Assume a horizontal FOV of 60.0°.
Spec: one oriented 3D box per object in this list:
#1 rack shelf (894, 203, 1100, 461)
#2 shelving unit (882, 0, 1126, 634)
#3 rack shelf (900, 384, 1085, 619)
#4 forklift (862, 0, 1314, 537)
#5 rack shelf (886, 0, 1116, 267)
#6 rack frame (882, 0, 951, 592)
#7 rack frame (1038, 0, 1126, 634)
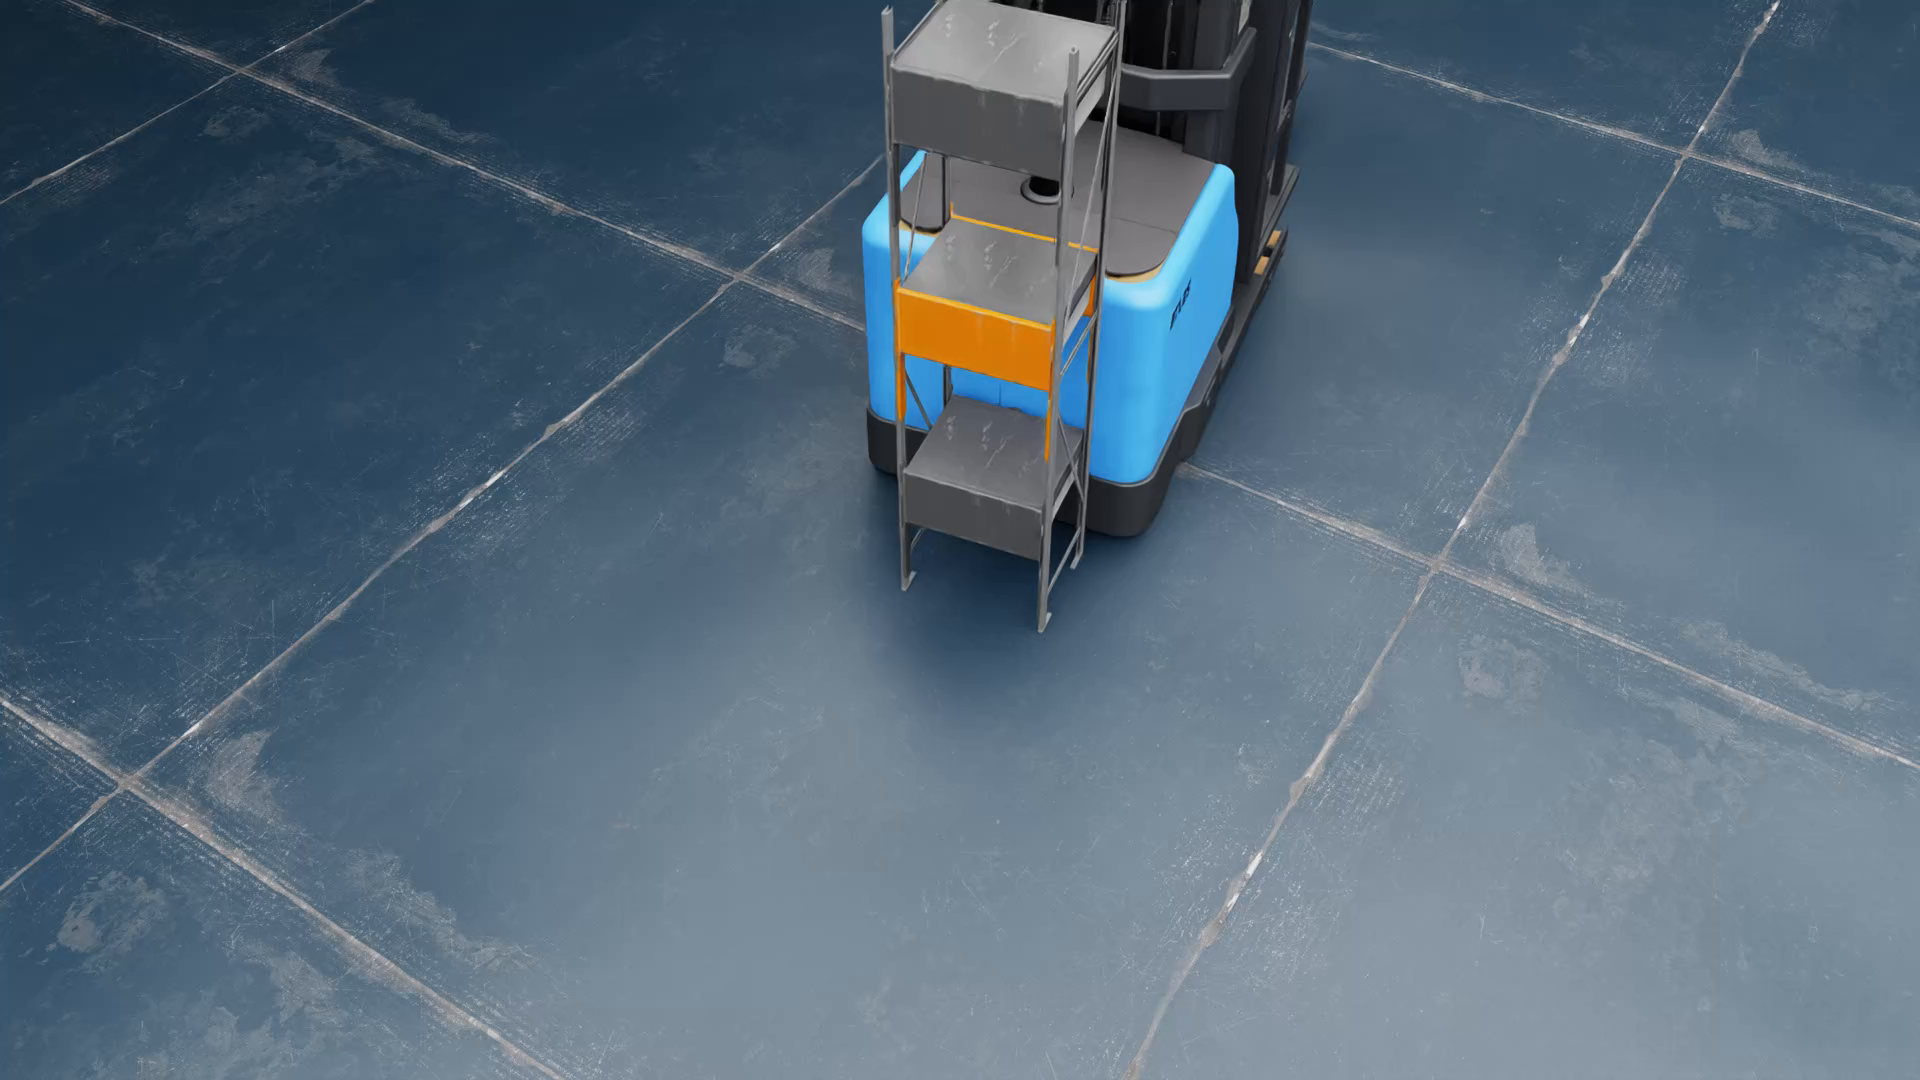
[{"bbox_3d":[0.114,-0.615,4.901,0.480,0.518,0.431,17,48,15],"label":"rack shelf"},{"bbox_3d":[0.114,-0.624,4.892,0.503,2.100,0.431,17,48,15],"label":"shelving unit"},{"bbox_3d":[0.113,-0.127,5.404,0.480,0.518,0.431,17,48,15],"label":"rack shelf"},{"bbox_3d":[0.695,-2.106,5.753,1.130,2.935,3.031,16,48,15],"label":"forklift"},{"bbox_3d":[0.115,-1.102,4.399,0.480,0.518,0.431,17,48,15],"label":"rack shelf"},{"bbox_3d":[-0.111,-0.691,4.956,0.015,2.100,0.400,17,48,15],"label":"rack frame"},{"bbox_3d":[0.340,-0.557,4.827,0.015,2.100,0.400,17,48,15],"label":"rack frame"}]
